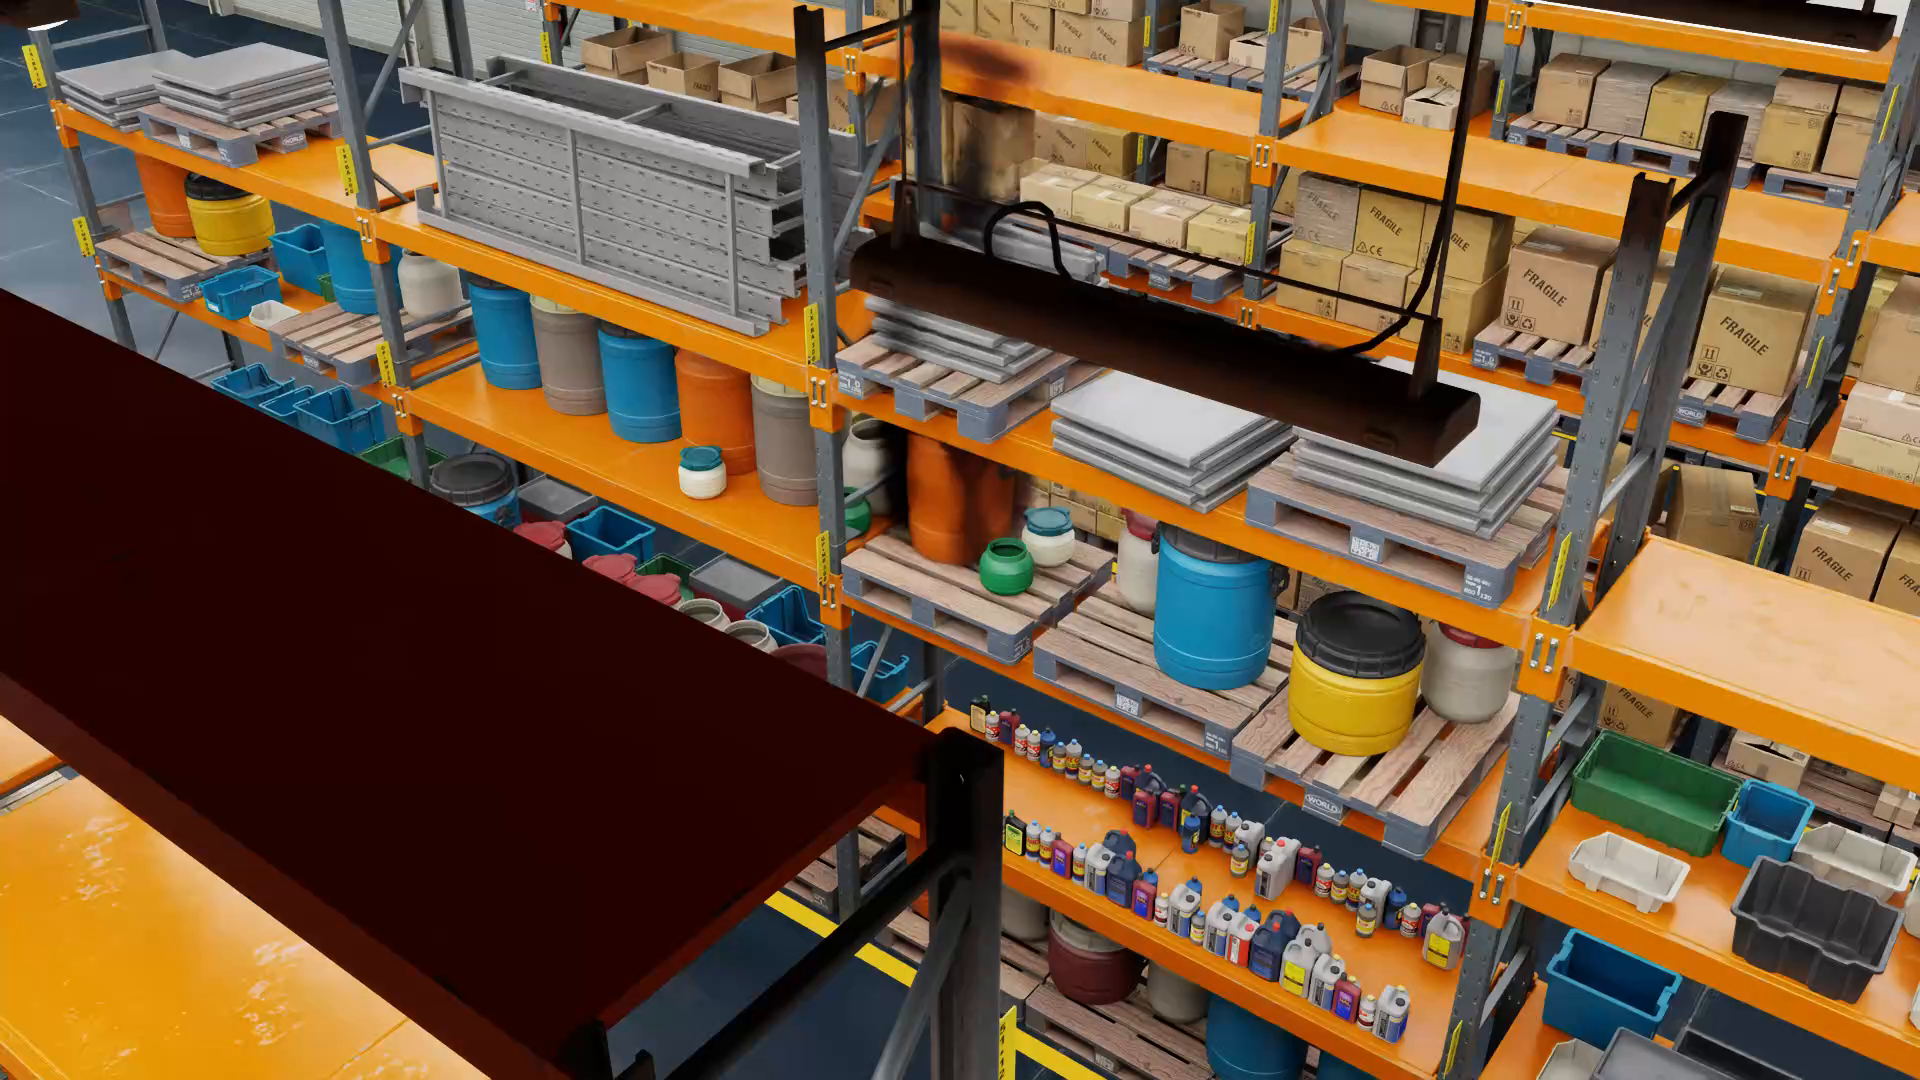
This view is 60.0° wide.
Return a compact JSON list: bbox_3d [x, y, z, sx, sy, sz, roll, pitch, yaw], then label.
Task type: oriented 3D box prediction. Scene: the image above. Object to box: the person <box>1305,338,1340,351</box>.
[{"bbox_3d":[3.616,-1.392,15.992,1.057,1.744,0.752,16,35,25],"label":"person"}]
